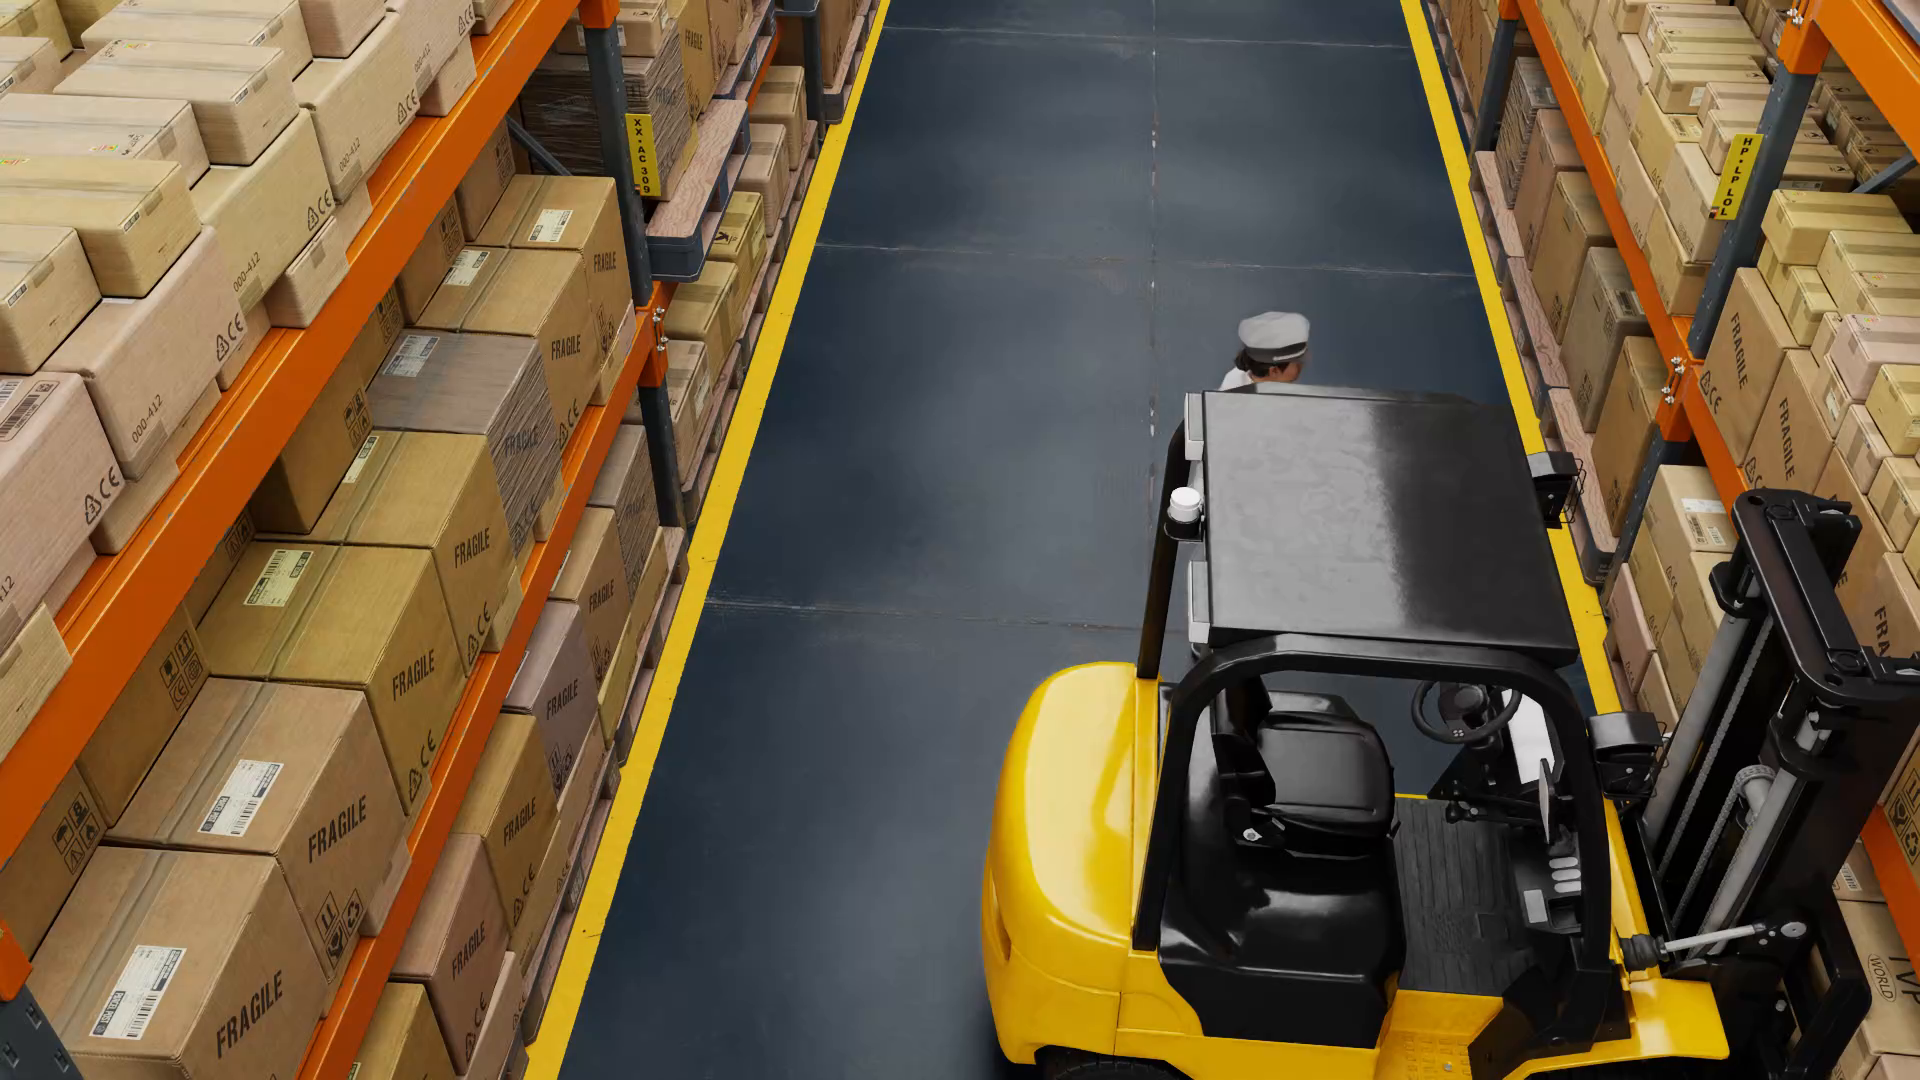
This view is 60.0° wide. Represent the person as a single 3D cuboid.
[{"bbox_3d":[1.058,-0.107,6.277,0.358,1.668,0.511,2,40,3],"label":"person"}]
